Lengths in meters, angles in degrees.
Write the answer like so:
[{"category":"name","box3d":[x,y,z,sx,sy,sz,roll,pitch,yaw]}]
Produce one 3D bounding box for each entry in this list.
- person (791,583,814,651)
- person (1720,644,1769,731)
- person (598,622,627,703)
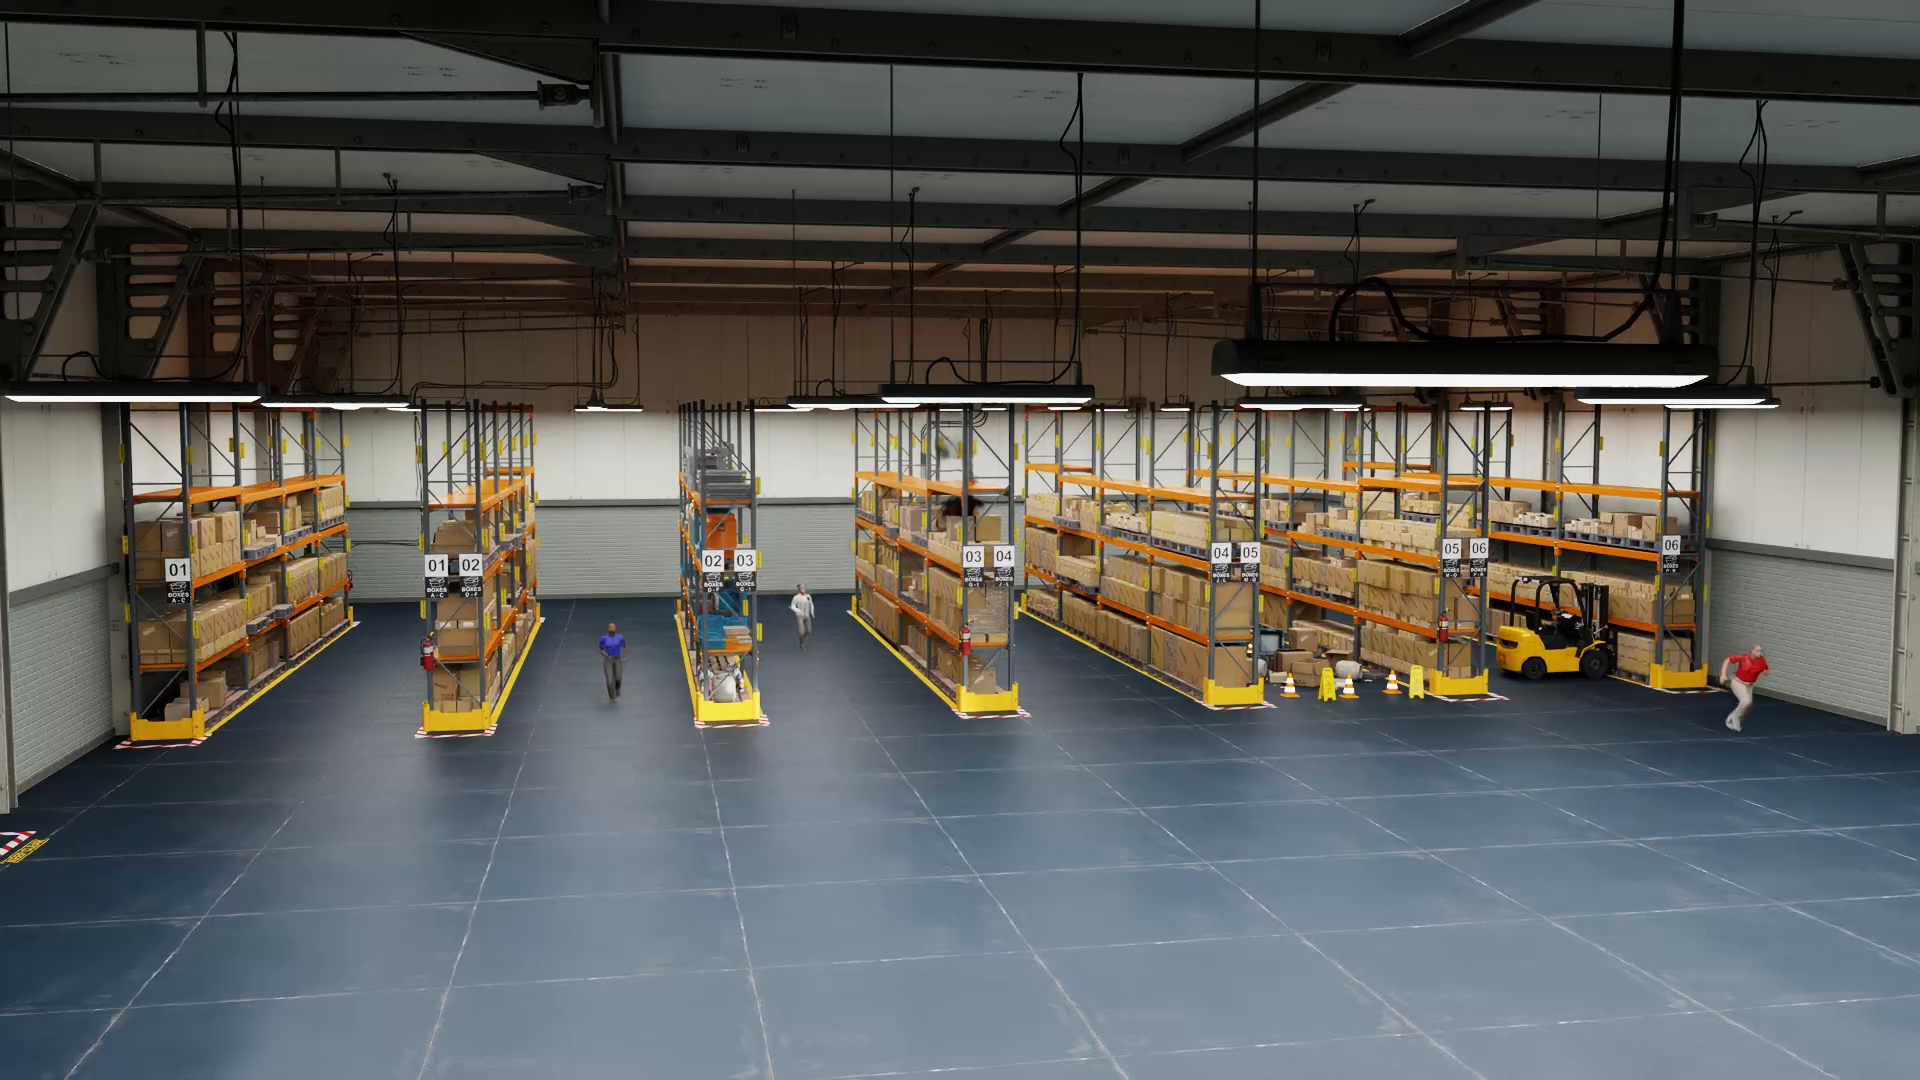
[{"category":"person","box3d":[-3.795,1.861,40.354,0.612,1.658,0.516,-2,5,-23]},{"category":"person","box3d":[14.241,2.666,30.139,0.718,1.619,0.821,-1,5,-17]},{"category":"person","box3d":[-6.872,2.436,32.962,0.569,1.617,0.541,-1,4,-16]}]
